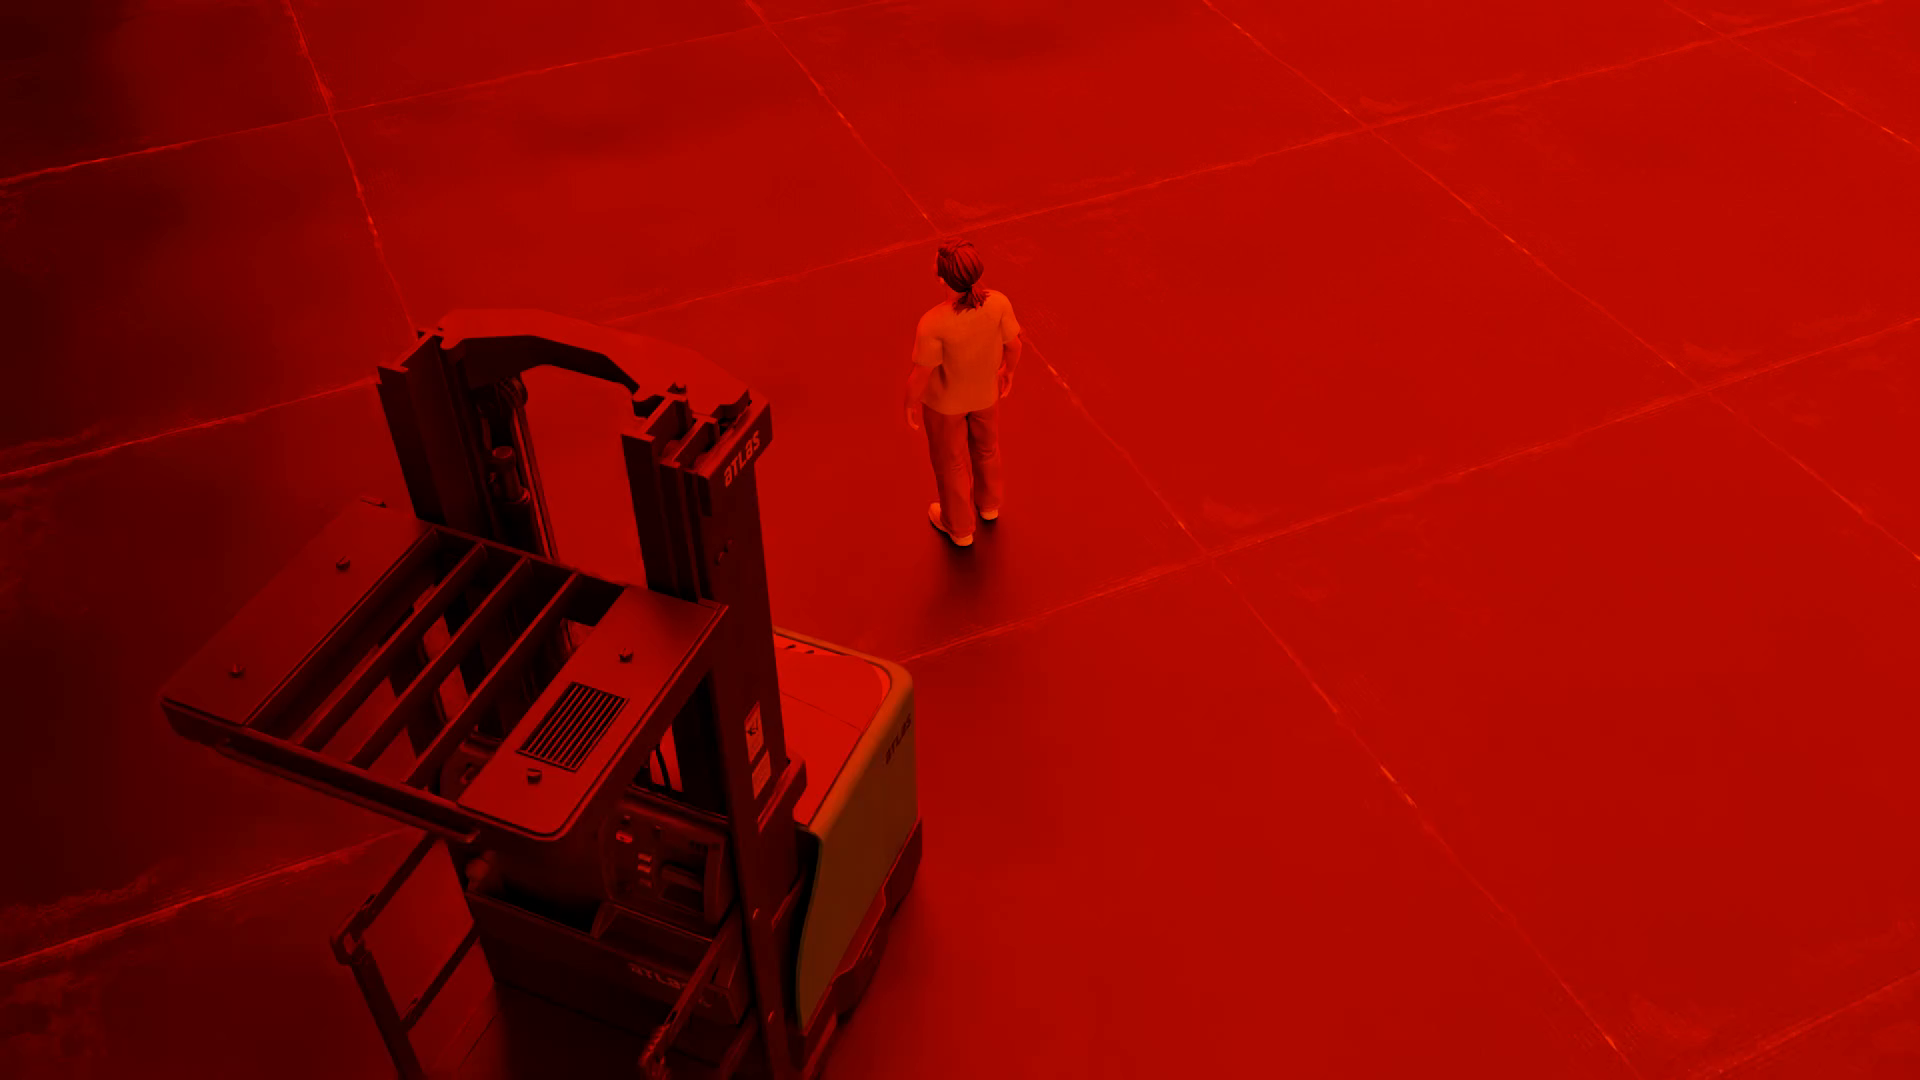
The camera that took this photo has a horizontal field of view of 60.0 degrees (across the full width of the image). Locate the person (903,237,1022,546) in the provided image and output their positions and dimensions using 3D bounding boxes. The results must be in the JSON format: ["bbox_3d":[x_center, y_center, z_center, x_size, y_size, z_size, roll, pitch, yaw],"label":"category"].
[{"bbox_3d":[-0.021,-0.667,7.304,0.554,1.673,0.548,-18,46,-18],"label":"person"}]

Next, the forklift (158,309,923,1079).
[{"bbox_3d":[-1.174,0.962,4.649,1.130,2.935,3.031,16,45,16],"label":"forklift"}]
